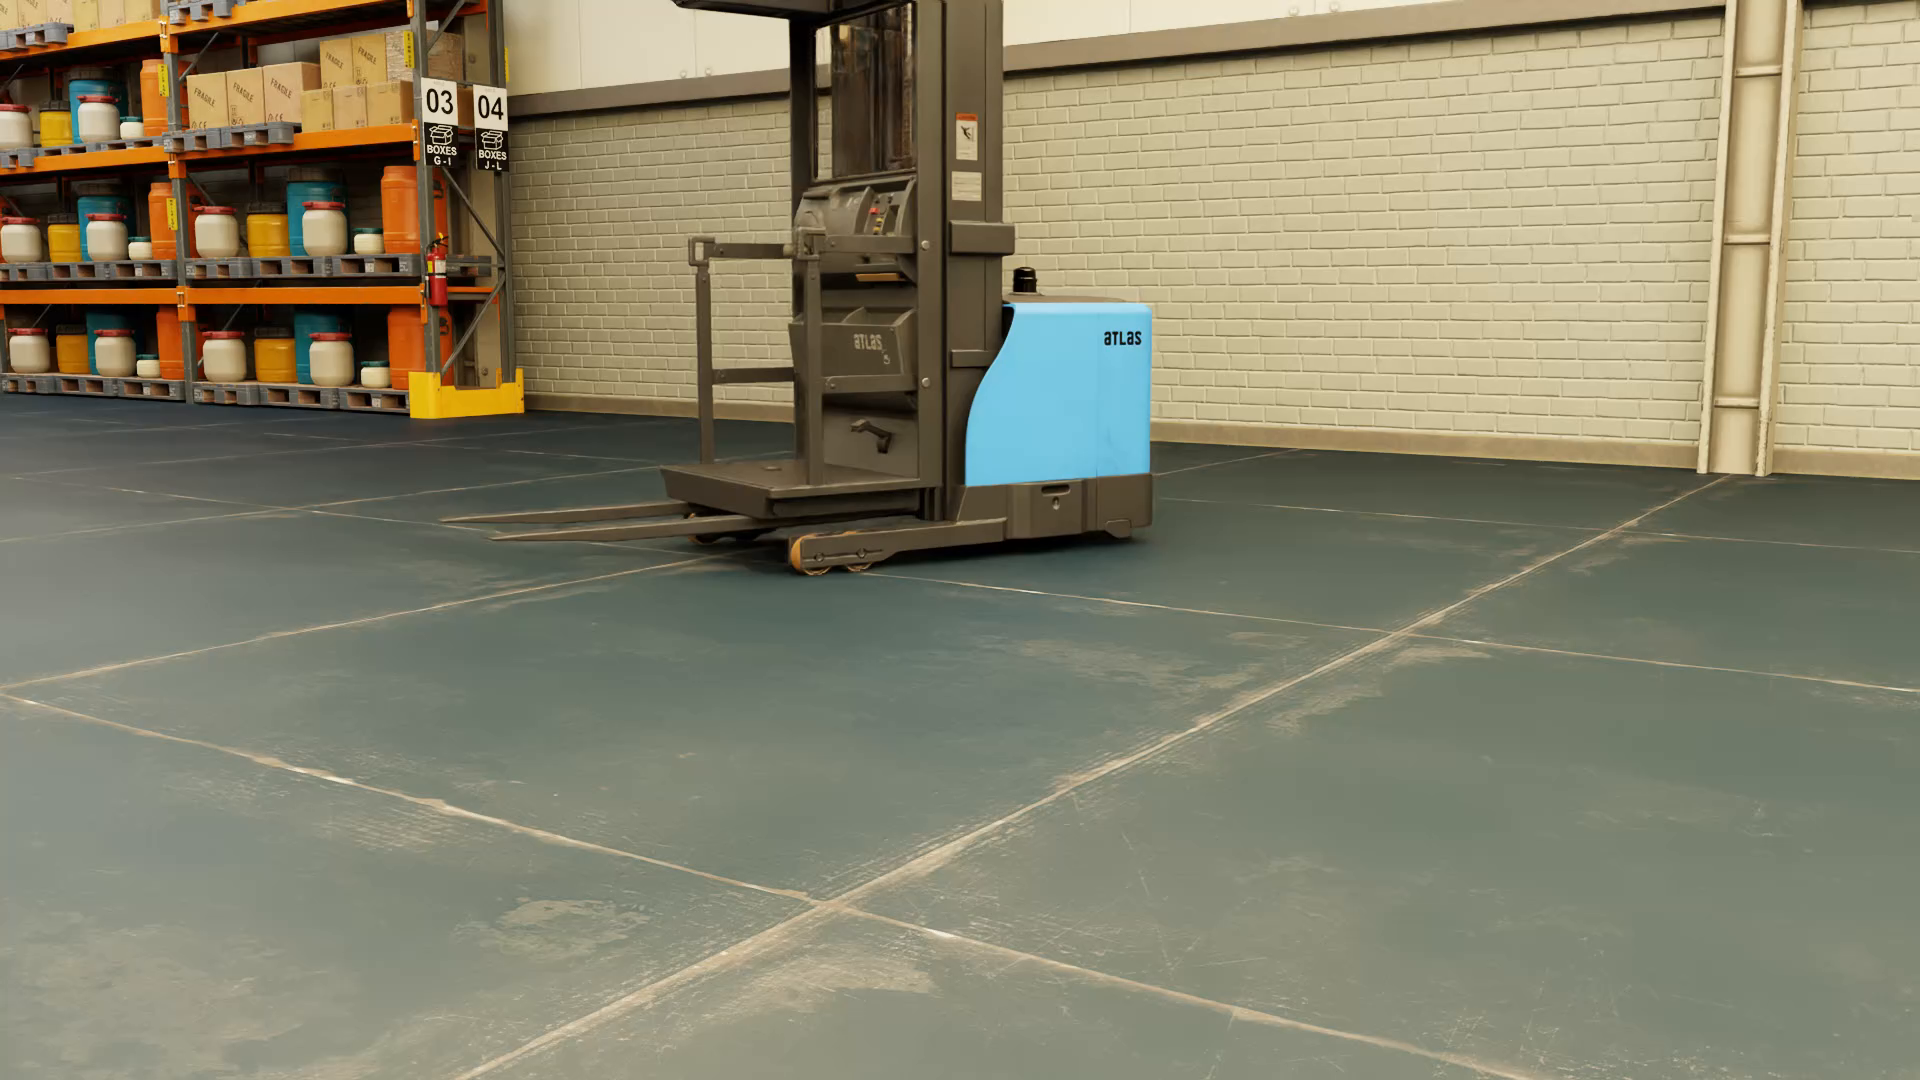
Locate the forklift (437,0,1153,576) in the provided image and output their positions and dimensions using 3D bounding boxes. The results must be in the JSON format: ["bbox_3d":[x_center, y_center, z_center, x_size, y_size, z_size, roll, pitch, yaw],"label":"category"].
[{"bbox_3d":[-0.632,-1.392,6.979,3.031,2.935,1.130,-5,10,-33],"label":"forklift"}]
